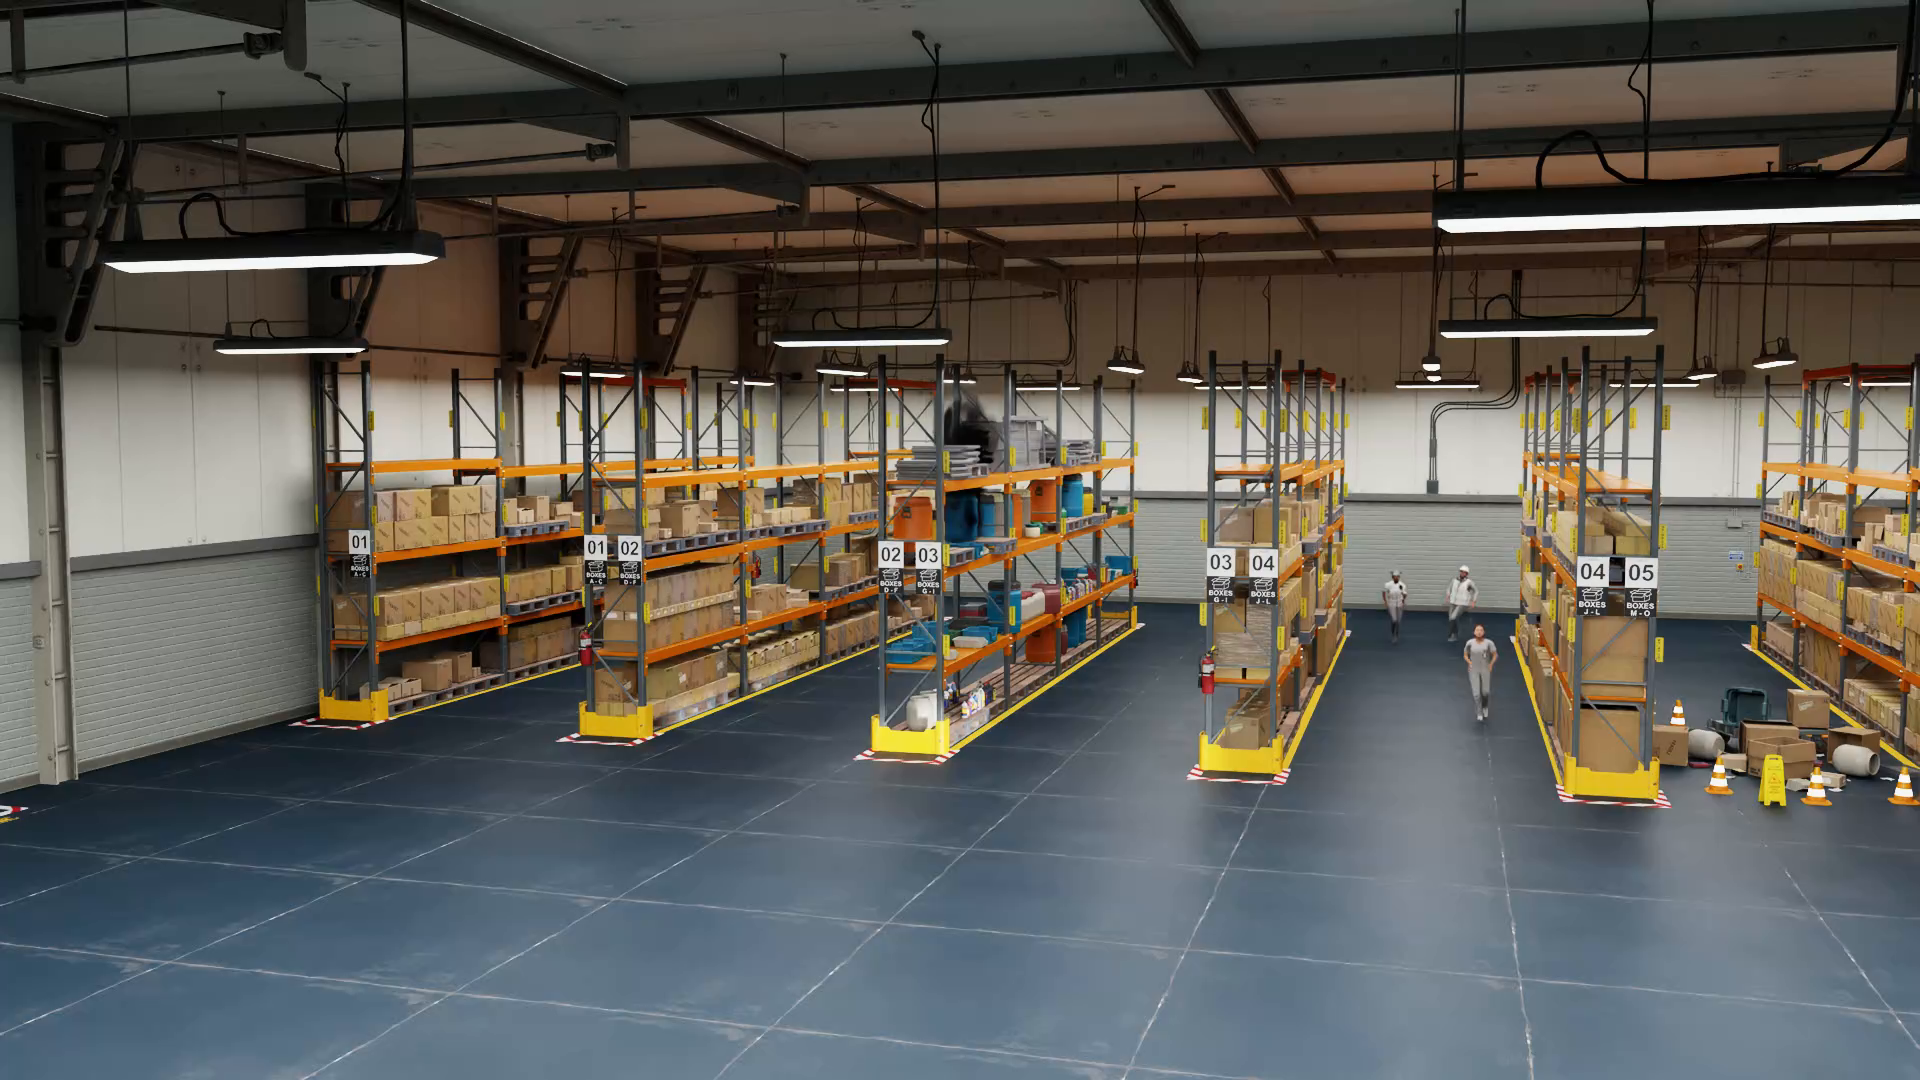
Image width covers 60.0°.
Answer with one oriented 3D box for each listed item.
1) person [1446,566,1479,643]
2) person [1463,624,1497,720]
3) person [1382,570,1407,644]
[{"bbox_3d":[11.263,1.406,37.565,0.617,1.650,0.703,-3,5,-39],"label":"person"},{"bbox_3d":[8.649,2.204,27.672,0.539,1.626,0.541,1,4,20],"label":"person"},{"bbox_3d":[9.812,1.497,37.479,0.506,1.663,0.747,0,4,-1],"label":"person"}]
